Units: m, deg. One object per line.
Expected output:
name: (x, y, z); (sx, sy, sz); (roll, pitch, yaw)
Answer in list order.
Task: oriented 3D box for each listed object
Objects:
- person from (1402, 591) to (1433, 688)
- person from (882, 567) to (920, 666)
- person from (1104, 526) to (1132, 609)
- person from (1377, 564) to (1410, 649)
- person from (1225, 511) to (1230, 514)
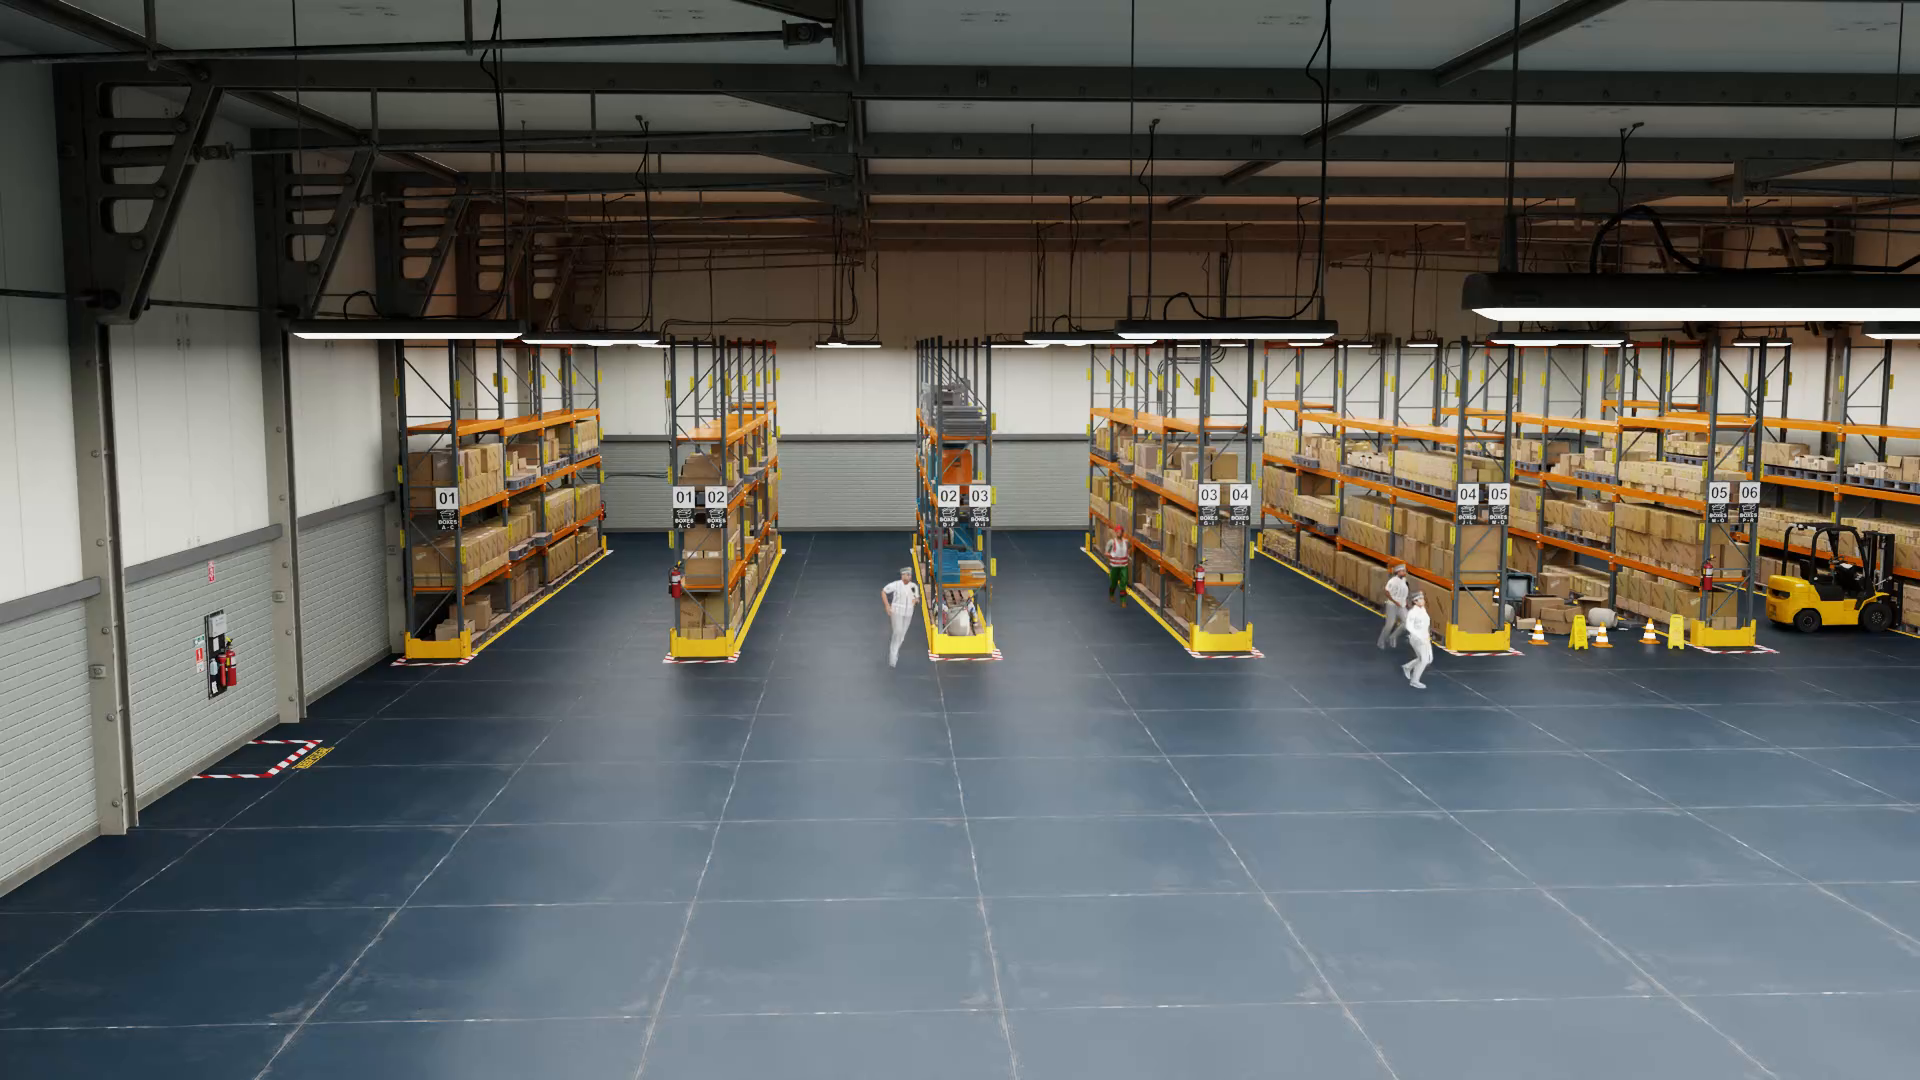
person: (7.804, 1.687, 28.404); (0.508, 1.667, 0.619); (5, 8, 38)
person: (-1.071, 1.383, 30.684); (0.748, 1.769, 0.753); (-3, 7, -25)
person: (3.487, 0.574, 36.461); (0.661, 1.767, 1.016); (-1, 7, -10)
person: (8.445, 1.272, 32.027); (0.638, 1.640, 0.594); (-3, 7, -26)
person: (7.418, -0.482, 47.309); (0.760, 1.676, 0.623); (1, 7, 6)
